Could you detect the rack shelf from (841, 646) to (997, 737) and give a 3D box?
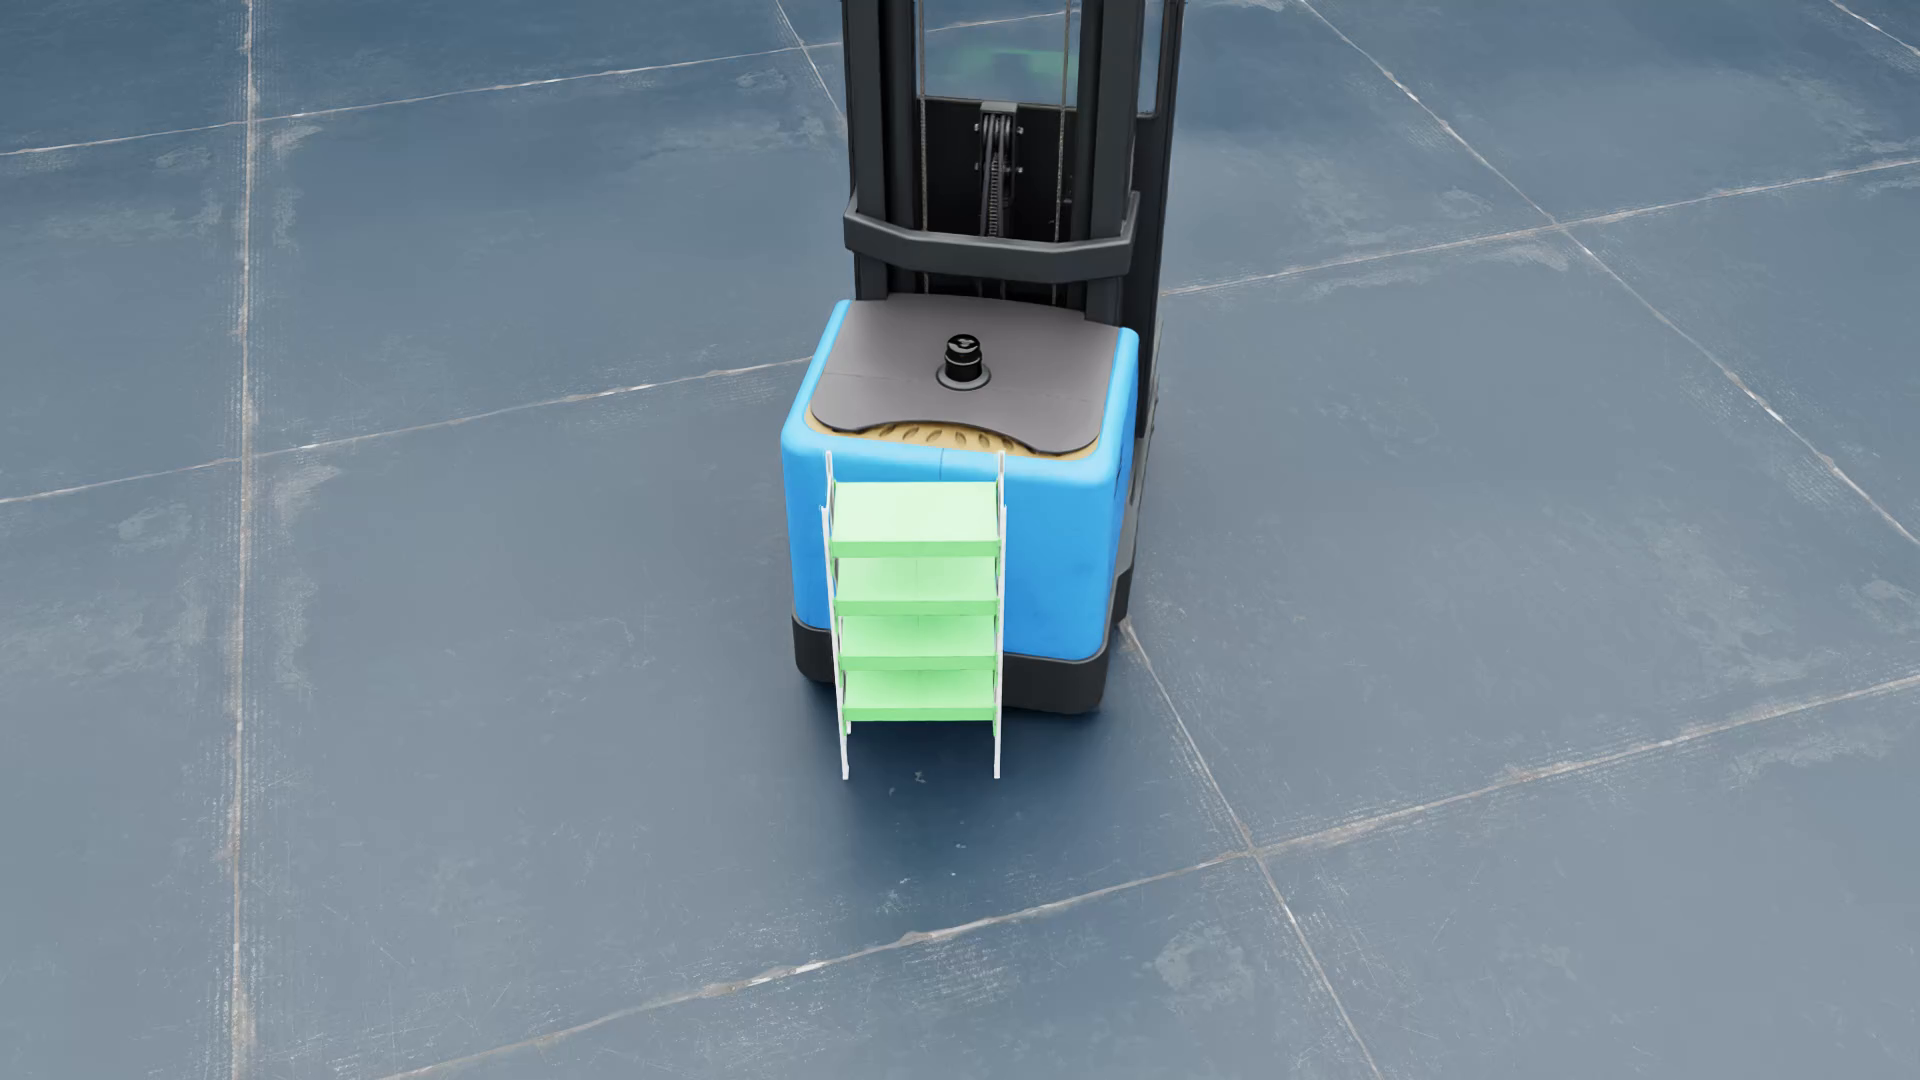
[{"bbox_3d":[-0.126,0.477,5.242,0.480,0.148,0.258,0,45,0],"label":"rack shelf"}]

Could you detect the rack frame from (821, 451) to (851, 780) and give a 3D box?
[{"bbox_3d":[-0.370,0.261,5.028,0.015,1.200,0.240,0,45,0],"label":"rack frame"}]

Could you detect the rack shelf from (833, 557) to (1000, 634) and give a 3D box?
[{"bbox_3d":[-0.126,0.135,4.905,0.480,0.148,0.258,0,45,0],"label":"rack shelf"}]

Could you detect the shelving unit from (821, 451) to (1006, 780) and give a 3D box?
[{"bbox_3d":[-0.126,0.260,5.029,0.503,1.200,0.258,0,45,0],"label":"shelving unit"}]

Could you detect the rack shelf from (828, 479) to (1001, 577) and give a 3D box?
[{"bbox_3d":[-0.126,-0.036,4.737,0.480,0.148,0.258,0,45,0],"label":"rack shelf"}]

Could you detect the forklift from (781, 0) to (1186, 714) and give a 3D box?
[{"bbox_3d":[0.209,-1.505,5.745,1.130,2.935,3.031,7,42,8],"label":"forklift"}]

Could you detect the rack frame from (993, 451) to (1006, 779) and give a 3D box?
[{"bbox_3d":[0.118,0.259,5.030,0.015,1.200,0.240,0,45,0],"label":"rack frame"}]

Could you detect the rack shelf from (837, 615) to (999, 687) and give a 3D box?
[{"bbox_3d":[-0.126,0.306,5.074,0.480,0.148,0.258,0,45,0],"label":"rack shelf"}]
